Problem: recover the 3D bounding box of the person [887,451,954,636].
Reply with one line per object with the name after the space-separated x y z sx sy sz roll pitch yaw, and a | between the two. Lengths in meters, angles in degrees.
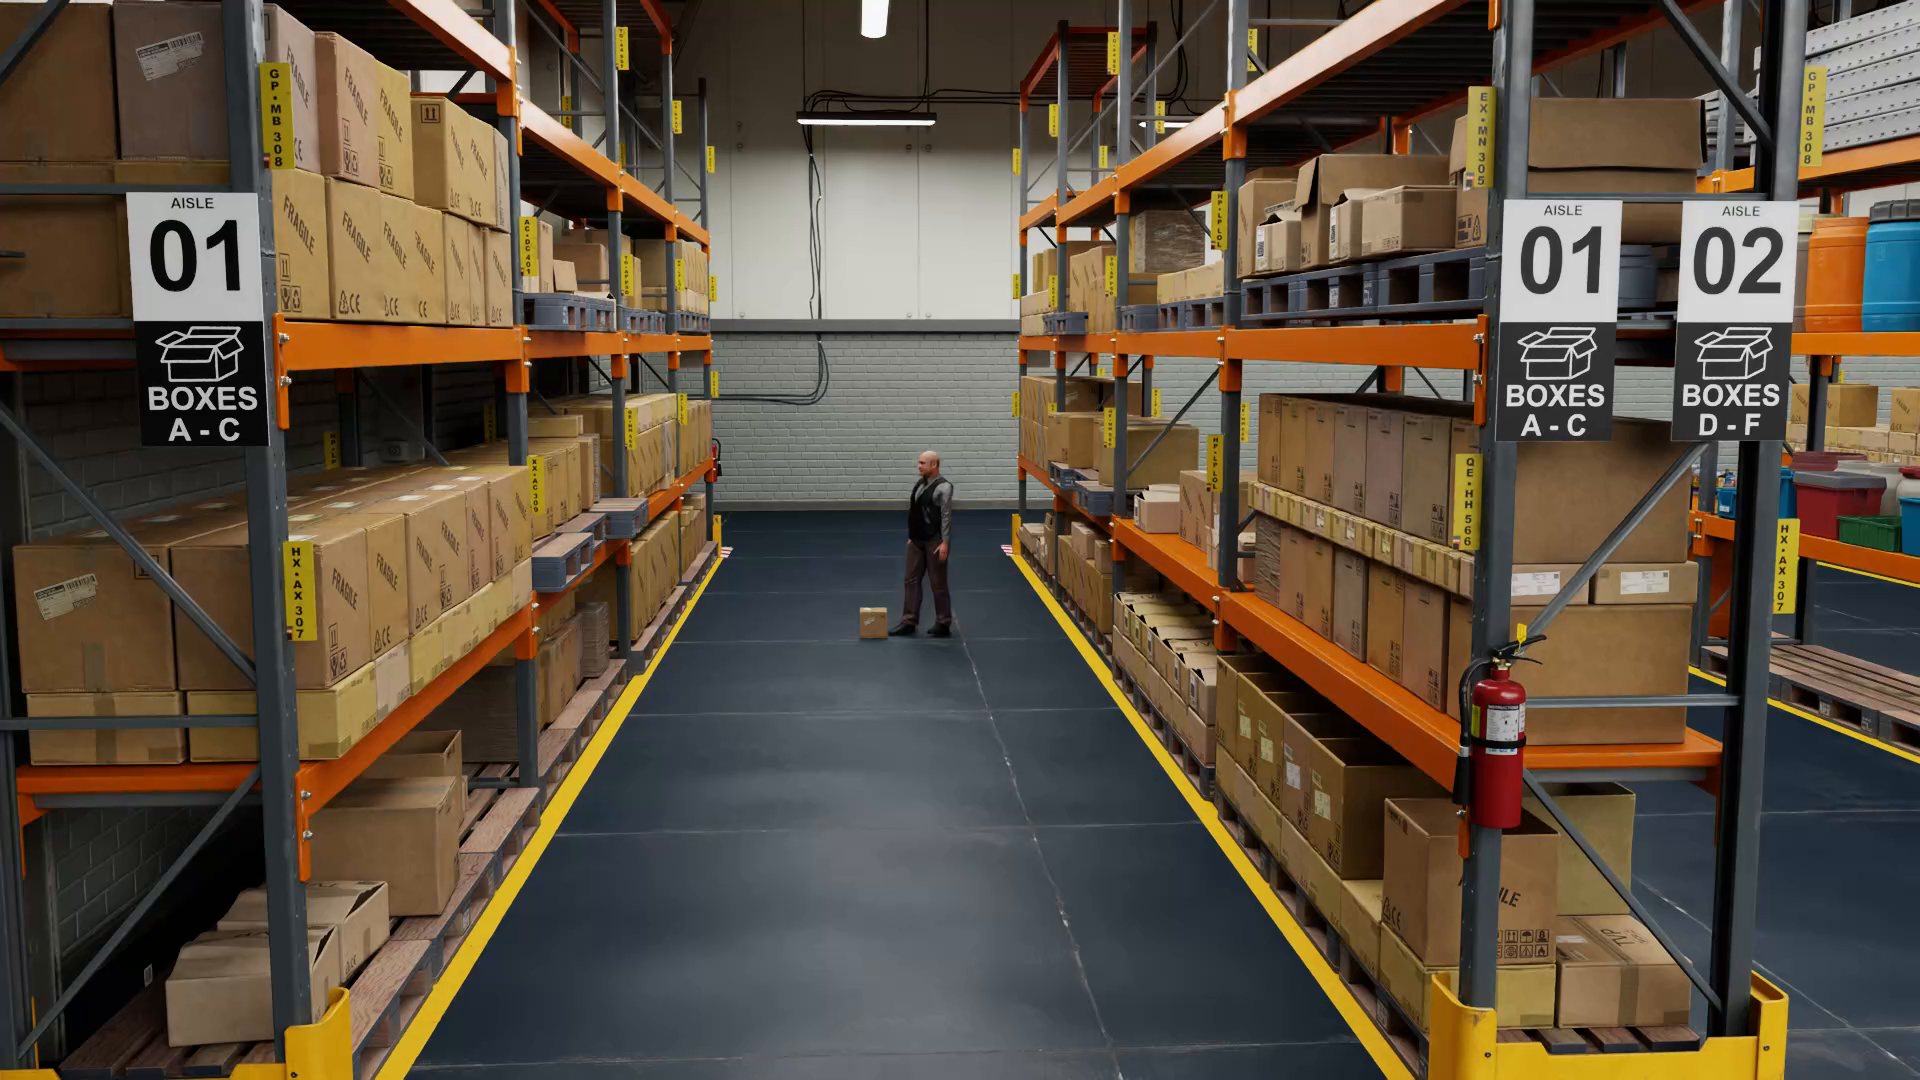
-0.350 0.037 15.503 0.573 1.732 0.559 -5 9 -37 | person
